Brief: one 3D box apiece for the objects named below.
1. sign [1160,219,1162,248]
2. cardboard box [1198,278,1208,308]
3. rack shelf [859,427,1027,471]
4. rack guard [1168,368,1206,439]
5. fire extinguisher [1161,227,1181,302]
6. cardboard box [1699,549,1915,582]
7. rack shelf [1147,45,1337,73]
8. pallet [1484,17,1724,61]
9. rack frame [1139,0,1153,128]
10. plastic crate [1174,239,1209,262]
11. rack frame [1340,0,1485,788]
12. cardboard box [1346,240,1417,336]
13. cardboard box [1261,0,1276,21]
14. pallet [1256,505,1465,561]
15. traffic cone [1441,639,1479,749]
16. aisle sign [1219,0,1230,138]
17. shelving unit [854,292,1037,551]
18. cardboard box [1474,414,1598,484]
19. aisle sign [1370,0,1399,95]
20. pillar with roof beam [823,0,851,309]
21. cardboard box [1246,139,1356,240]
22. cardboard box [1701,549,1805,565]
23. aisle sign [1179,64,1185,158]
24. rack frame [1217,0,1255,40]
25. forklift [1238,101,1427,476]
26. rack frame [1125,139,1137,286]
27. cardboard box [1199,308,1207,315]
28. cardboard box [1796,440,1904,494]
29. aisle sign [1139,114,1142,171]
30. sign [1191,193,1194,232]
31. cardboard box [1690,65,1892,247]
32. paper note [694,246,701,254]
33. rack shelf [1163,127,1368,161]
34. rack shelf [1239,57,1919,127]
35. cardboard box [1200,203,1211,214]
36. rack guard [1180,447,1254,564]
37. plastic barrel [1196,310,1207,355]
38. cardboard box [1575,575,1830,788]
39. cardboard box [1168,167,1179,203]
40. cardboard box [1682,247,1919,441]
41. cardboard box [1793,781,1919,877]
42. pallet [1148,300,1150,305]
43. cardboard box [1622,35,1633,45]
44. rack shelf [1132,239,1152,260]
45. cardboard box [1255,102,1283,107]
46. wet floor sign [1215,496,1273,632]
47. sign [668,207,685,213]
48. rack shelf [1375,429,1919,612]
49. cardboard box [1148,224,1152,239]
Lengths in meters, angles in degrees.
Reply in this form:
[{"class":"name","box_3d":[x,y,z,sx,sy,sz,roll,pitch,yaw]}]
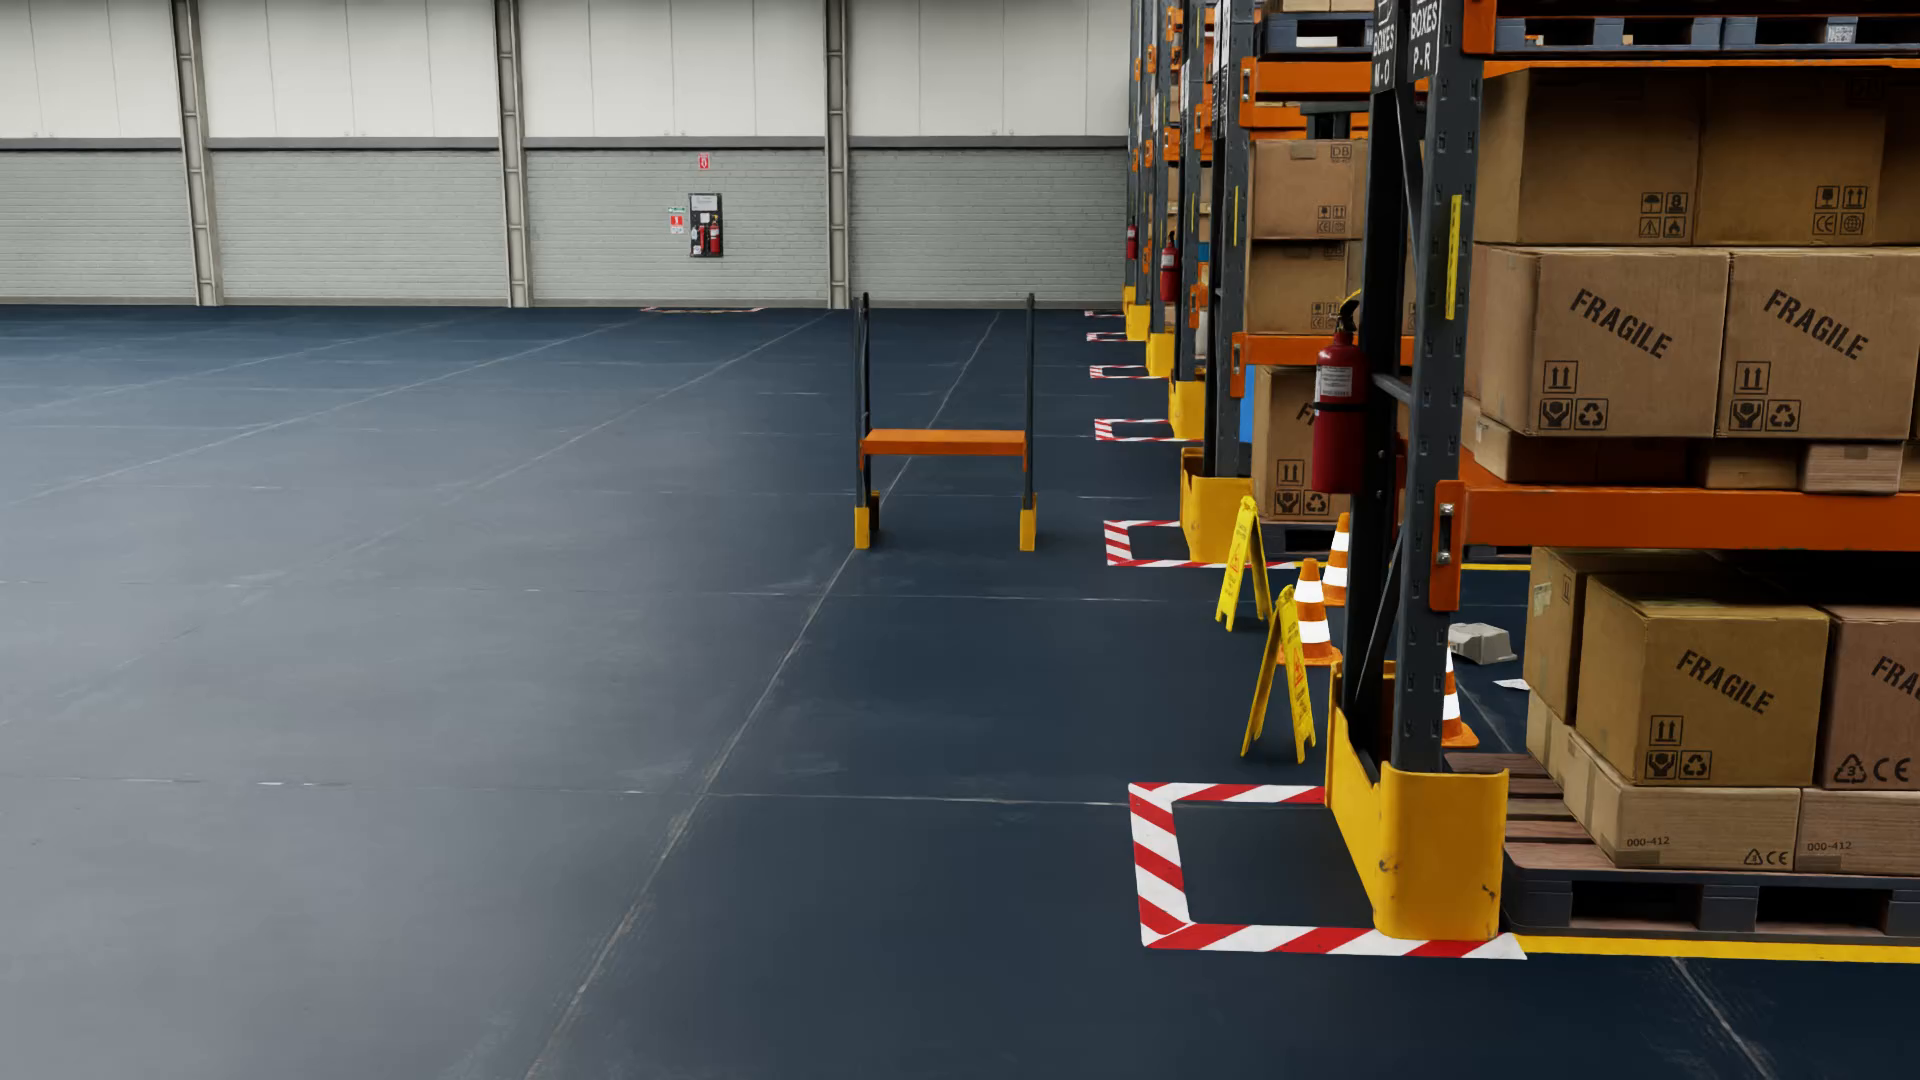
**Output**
[{"class":"sign","box_3d":[2.298,-3.499,18.991,0.005,0.325,0.100,1,12,4]},{"class":"cardboard box","box_3d":[3.693,-3.655,24.272,0.500,0.500,0.500,1,12,4]},{"class":"rack shelf","box_3d":[-0.085,-0.559,10.157,1.000,0.185,0.538,1,12,4]},{"class":"rack guard","box_3d":[2.084,-1.239,14.970,0.348,0.500,1.175,1,12,4]},{"class":"fire extinguisher","box_3d":[1.925,-2.521,15.185,0.183,0.674,0.296,1,12,4]},{"class":"cardboard box","box_3d":[2.684,0.298,5.374,0.500,0.500,0.500,1,12,6]},{"class":"rack shelf","box_3d":[4.670,-6.848,23.763,4.000,0.370,1.077,1,12,4]},{"class":"pallet","box_3d":[3.538,-2.852,9.468,1.213,0.211,1.003,1,12,4]},{"class":"rack frame","box_3d":[2.674,-7.424,23.779,0.127,3.000,1.000,1,12,4]},{"class":"plastic crate","box_3d":[2.859,-3.457,19.831,0.616,0.251,0.499,1,12,4]},{"class":"rack frame","box_3d":[1.346,-0.439,5.041,0.127,3.000,1.000,1,12,4]},{"class":"cardboard box","box_3d":[2.500,-1.526,9.872,0.550,0.550,0.875,1,12,4]},{"class":"cardboard box","box_3d":[1.931,-3.116,9.856,0.250,0.149,0.380,1,12,4]},{"class":"pallet","box_3d":[2.379,-0.092,10.191,1.213,0.211,1.003,1,12,4]},{"class":"traffic cone","box_3d":[1.861,0.545,6.532,0.334,0.463,0.336,1,12,4]},{"class":"aisle sign","box_3d":[1.485,-2.664,9.327,0.004,0.787,0.394,1,12,4]},{"class":"shelving unit","box_3d":[-0.076,-0.735,10.119,1.083,1.500,0.587,1,12,4]},{"class":"cardboard box","box_3d":[1.671,-0.269,4.842,0.250,0.149,0.380,1,12,4]},{"class":"aisle sign","box_3d":[1.304,-1.772,5.062,0.004,0.787,0.394,1,12,4]},{"class":"pillar with roof beam","box_3d":[-2.517,-7.805,25.605,0.400,9.000,9.100,1,12,4]},{"class":"cardboard box","box_3d":[1.944,-2.041,9.694,0.550,0.550,0.875,1,12,4]},{"class":"cardboard box","box_3d":[2.534,-0.034,5.380,0.250,0.149,0.380,1,12,5]},{"class":"aisle sign","box_3d":[1.967,-3.798,14.750,0.004,0.787,0.394,1,12,4]},{"class":"rack frame","box_3d":[1.576,-4.388,9.267,0.127,3.000,1.000,1,12,4]},{"class":"forklift","box_3d":[3.381,-2.010,12.719,3.031,2.935,1.130,-10,15,-39]},{"class":"rack frame","box_3d":[3.001,-5.499,29.232,0.127,3.000,1.000,1,12,4]},{"class":"cardboard box","box_3d":[3.693,-3.288,24.351,0.500,0.250,0.500,1,12,4]},{"class":"cardboard box","box_3d":[2.434,-0.235,4.681,0.250,0.149,0.380,1,12,5]},{"class":"aisle sign","box_3d":[2.588,-5.698,23.833,0.004,0.787,0.394,1,12,4]},{"class":"sign","box_3d":[1.972,-2.776,14.100,0.005,0.325,0.100,1,12,4]},{"class":"cardboard box","box_3d":[2.375,-1.152,5.037,0.500,0.500,0.700,1,12,4]},{"class":"paper note","box_3d":[-4.864,-5.375,30.791,0.142,0.148,0.016,1,12,4]},{"class":"rack shelf","box_3d":[4.335,-4.564,19.192,4.000,0.370,1.077,1,12,4]},{"class":"rack shelf","box_3d":[3.572,-2.540,9.517,4.000,0.370,1.077,1,12,4]},{"class":"cardboard box","box_3d":[3.564,-4.798,24.049,0.250,0.149,0.380,1,12,4]},{"class":"rack guard","box_3d":[1.552,-0.228,10.139,0.348,0.500,1.175,1,12,4]},{"class":"plastic barrel","box_3d":[3.001,-2.470,19.800,0.421,0.512,0.421,0,12,0]},{"class":"cardboard box","box_3d":[2.156,0.402,4.879,0.500,0.500,0.500,0,12,2]},{"class":"cardboard box","box_3d":[3.192,-5.161,24.204,0.500,0.500,0.700,1,12,4]},{"class":"cardboard box","box_3d":[2.317,-0.564,4.667,0.500,0.500,0.500,1,12,5]},{"class":"cardboard box","box_3d":[2.641,0.777,4.916,0.500,0.250,0.500,1,12,6]},{"class":"pallet","box_3d":[3.885,-4.115,29.425,1.213,0.211,1.003,1,12,4]},{"class":"cardboard box","box_3d":[5.533,-4.270,13.839,0.500,0.500,0.500,0,12,2]},{"class":"rack shelf","box_3d":[4.997,-5.120,29.175,4.000,0.370,1.077,1,12,4]},{"class":"cardboard box","box_3d":[2.472,-3.799,14.143,0.500,0.250,0.500,1,12,5]},{"class":"wet floor sign","box_3d":[1.415,0.105,8.191,0.232,0.644,0.267,-1,12,-6]},{"class":"sign","box_3d":[-5.233,-6.094,30.692,0.331,0.109,0.001,1,12,4]},{"class":"rack shelf","box_3d":[3.342,-0.060,4.984,4.000,0.370,1.077,1,12,4]},{"class":"cardboard box","box_3d":[3.467,-5.364,28.903,0.500,0.250,0.500,0,12,2]}]
